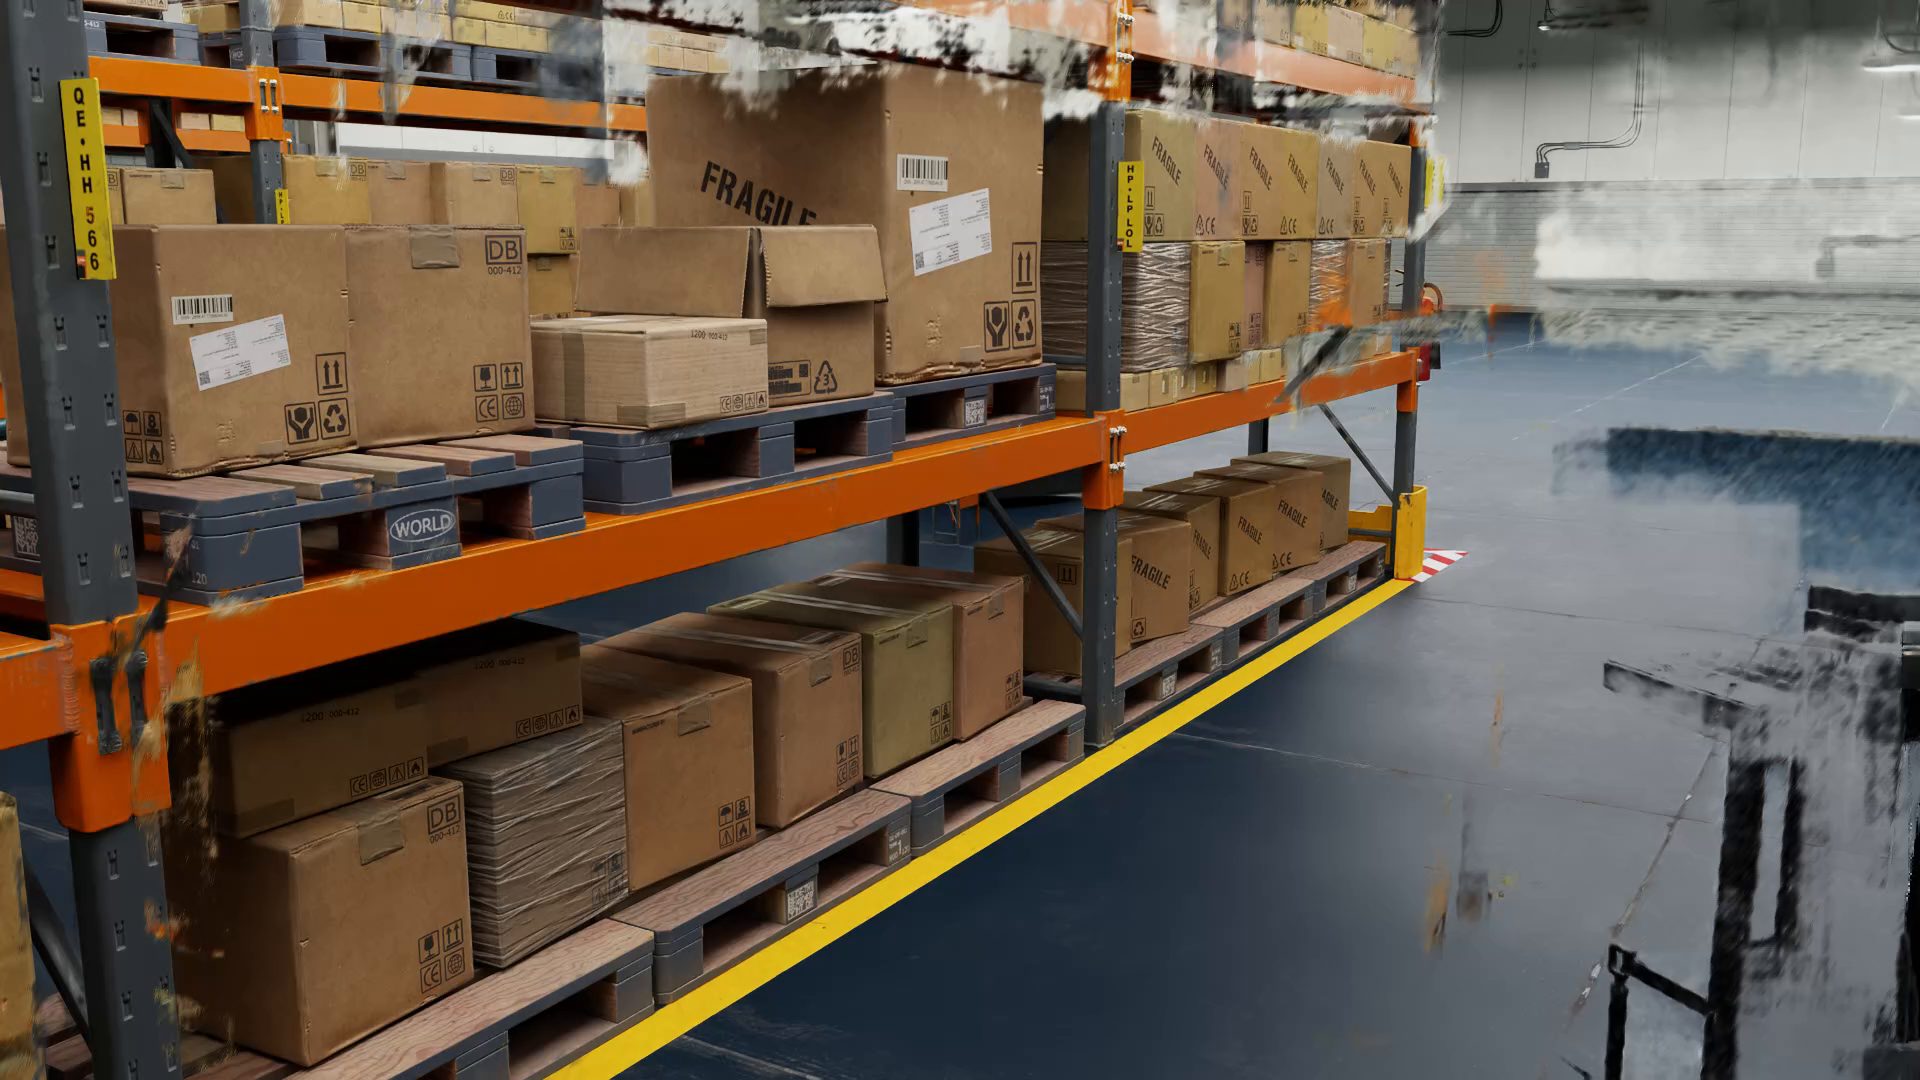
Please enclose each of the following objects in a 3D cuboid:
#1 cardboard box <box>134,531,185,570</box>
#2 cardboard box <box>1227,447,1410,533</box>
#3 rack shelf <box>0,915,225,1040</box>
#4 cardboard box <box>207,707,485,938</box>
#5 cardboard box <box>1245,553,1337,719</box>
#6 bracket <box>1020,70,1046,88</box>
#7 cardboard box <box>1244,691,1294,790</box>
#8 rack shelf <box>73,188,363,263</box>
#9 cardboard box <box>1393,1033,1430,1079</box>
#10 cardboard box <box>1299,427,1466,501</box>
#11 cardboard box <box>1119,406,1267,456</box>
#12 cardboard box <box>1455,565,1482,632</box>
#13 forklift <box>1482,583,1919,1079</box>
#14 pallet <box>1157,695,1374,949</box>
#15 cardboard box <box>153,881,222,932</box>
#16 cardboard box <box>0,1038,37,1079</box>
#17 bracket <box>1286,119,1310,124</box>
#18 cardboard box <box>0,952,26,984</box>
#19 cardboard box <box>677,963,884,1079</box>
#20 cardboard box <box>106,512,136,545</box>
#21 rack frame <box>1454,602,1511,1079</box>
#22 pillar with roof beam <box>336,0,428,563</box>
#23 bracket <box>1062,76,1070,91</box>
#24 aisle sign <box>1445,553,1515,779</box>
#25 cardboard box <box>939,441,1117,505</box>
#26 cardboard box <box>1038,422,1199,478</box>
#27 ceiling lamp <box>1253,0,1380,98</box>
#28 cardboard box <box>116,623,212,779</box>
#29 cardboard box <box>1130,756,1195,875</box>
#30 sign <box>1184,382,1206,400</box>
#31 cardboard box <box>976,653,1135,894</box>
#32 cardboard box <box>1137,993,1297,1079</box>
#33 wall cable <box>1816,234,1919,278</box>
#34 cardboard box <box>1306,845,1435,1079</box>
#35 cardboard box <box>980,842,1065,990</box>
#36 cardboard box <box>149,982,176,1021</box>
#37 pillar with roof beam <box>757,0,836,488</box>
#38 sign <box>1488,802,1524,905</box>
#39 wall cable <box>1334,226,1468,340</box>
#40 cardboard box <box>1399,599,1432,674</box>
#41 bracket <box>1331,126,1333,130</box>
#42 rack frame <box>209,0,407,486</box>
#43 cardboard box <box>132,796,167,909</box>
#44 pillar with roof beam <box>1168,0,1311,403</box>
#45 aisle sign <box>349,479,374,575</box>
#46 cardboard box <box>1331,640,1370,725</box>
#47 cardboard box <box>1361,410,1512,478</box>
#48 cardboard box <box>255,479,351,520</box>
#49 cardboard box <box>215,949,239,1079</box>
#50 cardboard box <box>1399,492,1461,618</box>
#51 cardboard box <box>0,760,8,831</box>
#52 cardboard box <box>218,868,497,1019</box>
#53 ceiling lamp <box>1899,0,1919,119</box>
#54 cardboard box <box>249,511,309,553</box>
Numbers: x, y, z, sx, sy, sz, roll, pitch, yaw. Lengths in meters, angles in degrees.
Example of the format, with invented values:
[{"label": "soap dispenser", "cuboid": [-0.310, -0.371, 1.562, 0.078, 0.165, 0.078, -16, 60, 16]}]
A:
[{"label": "cardboard box", "cuboid": [-6.644, -3.440, 13.622, 0.380, 0.149, 0.250, 6, 12, 31]}, {"label": "cardboard box", "cuboid": [-2.371, -3.583, 10.805, 0.380, 0.149, 0.250, 6, 12, 31]}, {"label": "rack shelf", "cuboid": [-7.279, -1.618, 13.314, 1.077, 0.370, 4.000, 6, 12, 31]}, {"label": "cardboard box", "cuboid": [-3.999, -3.104, 9.334, 0.500, 0.250, 0.500, 6, 12, 30]}, {"label": "cardboard box", "cuboid": [-2.757, -3.291, 10.331, 0.500, 0.250, 0.500, 7, 12, 31]}, {"label": "bracket", "cuboid": [-2.184, -10.186, 31.041, 0.235, 0.232, 0.430, 6, 12, 31]}, {"label": "cardboard box", "cuboid": [-2.766, -3.070, 10.236, 0.380, 0.149, 0.250, 7, 12, 31]}, {"label": "rack shelf", "cuboid": [-7.279, -4.565, 12.762, 1.077, 0.370, 4.000, 6, 12, 31]}, {"label": "cardboard box", "cuboid": [-2.379, -1.751, 11.665, 0.875, 0.550, 0.550, 6, 12, 31]}, {"label": "cardboard box", "cuboid": [-2.107, -3.663, 11.232, 0.380, 0.149, 0.250, 7, 12, 32]}, {"label": "cardboard box", "cuboid": [-2.534, -3.766, 11.785, 0.380, 0.149, 0.250, 6, 12, 31]}, {"label": "cardboard box", "cuboid": [-1.973, -3.311, 11.523, 0.380, 0.149, 0.250, 7, 12, 31]}, {"label": "forklift", "cuboid": [-0.055, -1.943, 13.282, 1.130, 2.935, 3.031, -4, 11, -22]}, {"label": "pallet", "cuboid": [-2.967, -2.950, 10.562, 1.003, 0.211, 1.213, 6, 12, 31]}, {"label": "cardboard box", "cuboid": [-6.548, -1.951, 13.822, 0.380, 0.149, 0.250, 7, 12, 32]}, {"label": "cardboard box", "cuboid": [-6.970, -1.198, 13.407, 0.500, 0.500, 0.500, 6, 12, 29]}, {"label": "bracket", "cuboid": [2.708, -11.668, 38.958, 0.076, 0.066, 4.783, 6, 12, 31]}, {"label": "cardboard box", "cuboid": [-7.063, -1.845, 13.254, 0.380, 0.149, 0.250, 6, 12, 31]}, {"label": "cardboard box", "cuboid": [-3.555, -2.831, 8.958, 0.380, 0.149, 0.250, 6, 12, 30]}, {"label": "cardboard box", "cuboid": [-6.804, -3.566, 13.211, 0.500, 0.250, 0.500, 7, 13, 32]}, {"label": "rack frame", "cuboid": [-1.958, -1.829, 12.487, 1.000, 3.000, 0.127, 6, 12, 31]}, {"label": "pillar with roof beam", "cuboid": [-4.823, -6.217, 19.625, 9.100, 9.000, 0.400, 6, 12, 31]}, {"label": "bracket", "cuboid": [-1.753, -10.317, 31.739, 0.235, 0.232, 0.430, 6, 12, 31]}, {"label": "aisle sign", "cuboid": [-1.665, -3.089, 12.154, 0.394, 0.787, 0.004, 6, 12, 31]}, {"label": "cardboard box", "cuboid": [-3.064, -3.606, 10.928, 0.380, 0.149, 0.250, 6, 12, 30]}, {"label": "cardboard box", "cuboid": [-2.799, -3.686, 11.358, 0.380, 0.149, 0.250, 7, 12, 31]}, {"label": "ceiling lamp", "cuboid": [1.282, -10.778, 28.123, 2.000, 3.185, 0.800, 6, 12, 31]}, {"label": "cardboard box", "cuboid": [-6.589, -2.793, 13.838, 0.700, 0.500, 0.500, 7, 12, 31]}, {"label": "cardboard box", "cuboid": [-3.029, -2.991, 9.814, 0.380, 0.149, 0.250, 6, 12, 30]}, {"label": "sign", "cuboid": [-2.429, -3.826, 12.412, 0.100, 0.325, 0.005, 6, 12, 31]}, {"label": "cardboard box", "cuboid": [-3.281, -3.132, 9.482, 0.500, 0.250, 0.500, 6, 12, 30]}, {"label": "cardboard box", "cuboid": [-2.961, -2.113, 10.660, 0.875, 0.550, 0.500, 6, 12, 31]}, {"label": "wall cable", "cuboid": [14.723, -11.502, 38.612, 2.305, 6.003, 0.169, 6, 12, 31]}, {"label": "cardboard box", "cuboid": [-2.390, -2.284, 11.573, 0.875, 0.550, 0.550, 6, 12, 31]}, {"label": "cardboard box", "cuboid": [-3.292, -2.911, 9.386, 0.380, 0.149, 0.250, 6, 12, 31]}, {"label": "cardboard box", "cuboid": [-6.701, -1.574, 13.656, 0.380, 0.149, 0.250, 7, 12, 32]}, {"label": "pillar with roof beam", "cuboid": [-1.708, -7.161, 24.665, 9.100, 9.000, 0.400, 6, 12, 31]}, {"label": "sign", "cuboid": [-1.502, -2.461, 12.070, 0.100, 0.325, 0.005, 6, 12, 31]}, {"label": "wall cable", "cuboid": [6.618, -9.214, 44.069, 3.097, 2.526, 0.112, 6, 12, 31]}, {"label": "cardboard box", "cuboid": [-2.237, -3.231, 11.095, 0.380, 0.149, 0.250, 7, 12, 31]}, {"label": "bracket", "cuboid": [4.477, -12.204, 41.819, 0.235, 0.232, 0.430, 6, 12, 31]}, {"label": "rack frame", "cuboid": [-6.241, -5.235, 14.376, 1.000, 3.000, 0.127, 6, 12, 31]}, {"label": "cardboard box", "cuboid": [-6.814, -2.213, 13.458, 0.500, 0.500, 0.500, 6, 12, 30]}, {"label": "pillar with roof beam", "cuboid": [4.522, -9.048, 34.746, 9.100, 9.000, 0.548, 6, 12, 31]}, {"label": "aisle sign", "cuboid": [-5.961, -3.546, 14.593, 0.394, 0.787, 0.004, 6, 12, 31]}, {"label": "cardboard box", "cuboid": [-2.501, -3.151, 10.667, 0.380, 0.149, 0.250, 6, 12, 31]}, {"label": "cardboard box", "cuboid": [-1.843, -3.742, 11.657, 0.380, 0.149, 0.250, 7, 12, 31]}, {"label": "cardboard box", "cuboid": [-6.276, -3.727, 14.071, 0.500, 0.250, 0.500, 6, 12, 30]}, {"label": "cardboard box", "cuboid": [-6.434, -1.359, 14.267, 0.500, 0.500, 0.500, 6, 12, 31]}, {"label": "cardboard box", "cuboid": [-2.234, -3.449, 11.176, 0.500, 0.250, 0.500, 6, 12, 31]}, {"label": "cardboard box", "cuboid": [-7.143, -2.638, 13.009, 0.700, 0.500, 0.500, 6, 12, 30]}, {"label": "cardboard box", "cuboid": [-4.119, -2.894, 9.295, 0.380, 0.149, 0.250, 6, 12, 30]}, {"label": "ceiling lamp", "cuboid": [12.327, -11.505, 32.005, 2.000, 3.185, 0.800, 6, 12, 31]}, {"label": "cardboard box", "cuboid": [-6.288, -3.512, 14.007, 0.380, 0.149, 0.250, 6, 12, 31]}]
